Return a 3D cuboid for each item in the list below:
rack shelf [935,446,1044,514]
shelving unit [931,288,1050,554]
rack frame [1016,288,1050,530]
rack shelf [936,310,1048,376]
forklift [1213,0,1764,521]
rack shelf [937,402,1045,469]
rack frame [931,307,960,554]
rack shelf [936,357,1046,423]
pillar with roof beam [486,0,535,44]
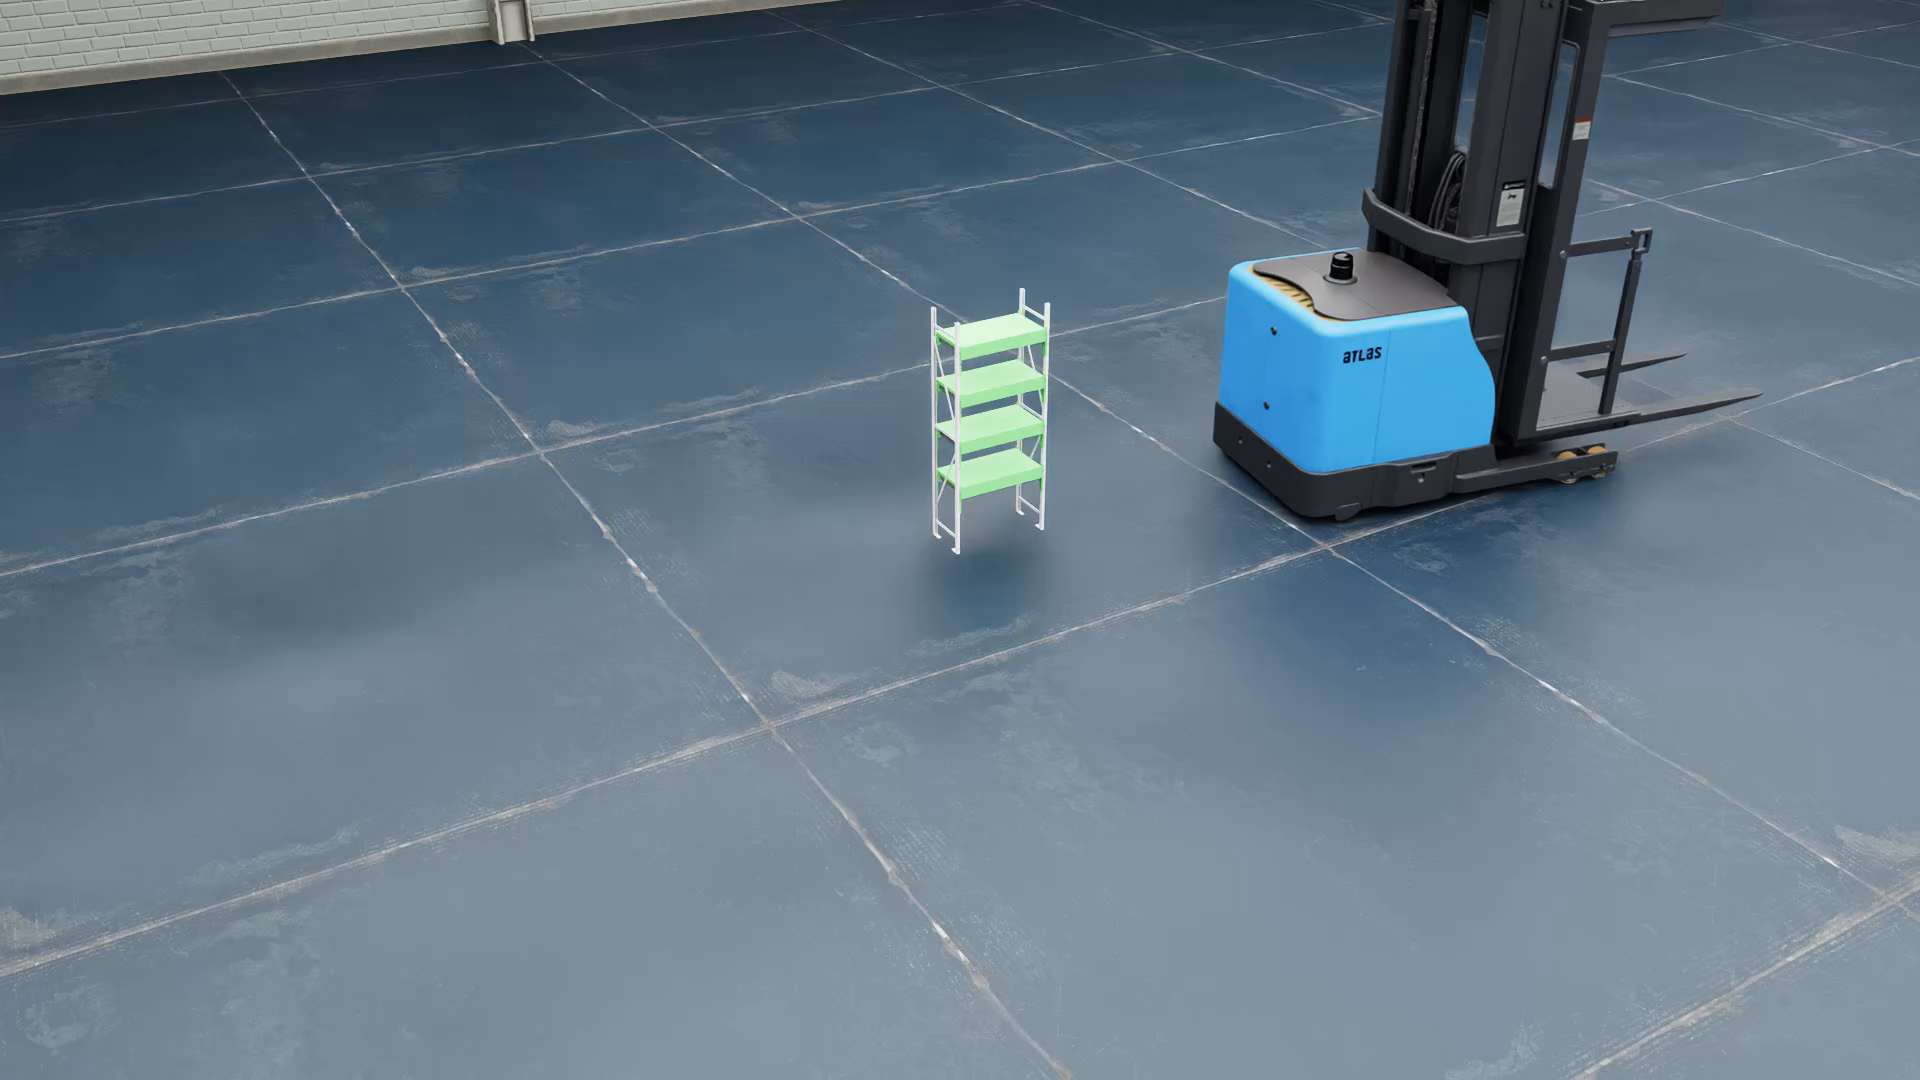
[{"bbox_3d":[0.143,-0.300,8.180,0.480,0.148,0.258,-16,33,-26],"label":"rack shelf"},{"bbox_3d":[0.143,-0.566,8.034,0.503,1.200,0.258,-16,33,-26],"label":"shelving unit"},{"bbox_3d":[0.353,-0.626,8.142,0.015,1.200,0.240,-16,33,-26],"label":"rack frame"},{"bbox_3d":[0.143,-0.930,7.832,0.480,0.148,0.258,-16,33,-26],"label":"rack shelf"},{"bbox_3d":[2.953,-1.809,8.494,3.031,2.935,1.130,-10,30,-18],"label":"forklift"},{"bbox_3d":[0.143,-0.510,8.064,0.480,0.148,0.258,-16,33,-26],"label":"rack shelf"},{"bbox_3d":[-0.068,-0.506,7.925,0.015,1.200,0.240,-16,33,-26],"label":"rack frame"},{"bbox_3d":[0.143,-0.720,7.948,0.480,0.148,0.258,-16,33,-26],"label":"rack shelf"},{"bbox_3d":[-2.694,-7.602,12.712,0.400,9.000,9.100,-16,33,-26],"label":"pillar with roof beam"}]
